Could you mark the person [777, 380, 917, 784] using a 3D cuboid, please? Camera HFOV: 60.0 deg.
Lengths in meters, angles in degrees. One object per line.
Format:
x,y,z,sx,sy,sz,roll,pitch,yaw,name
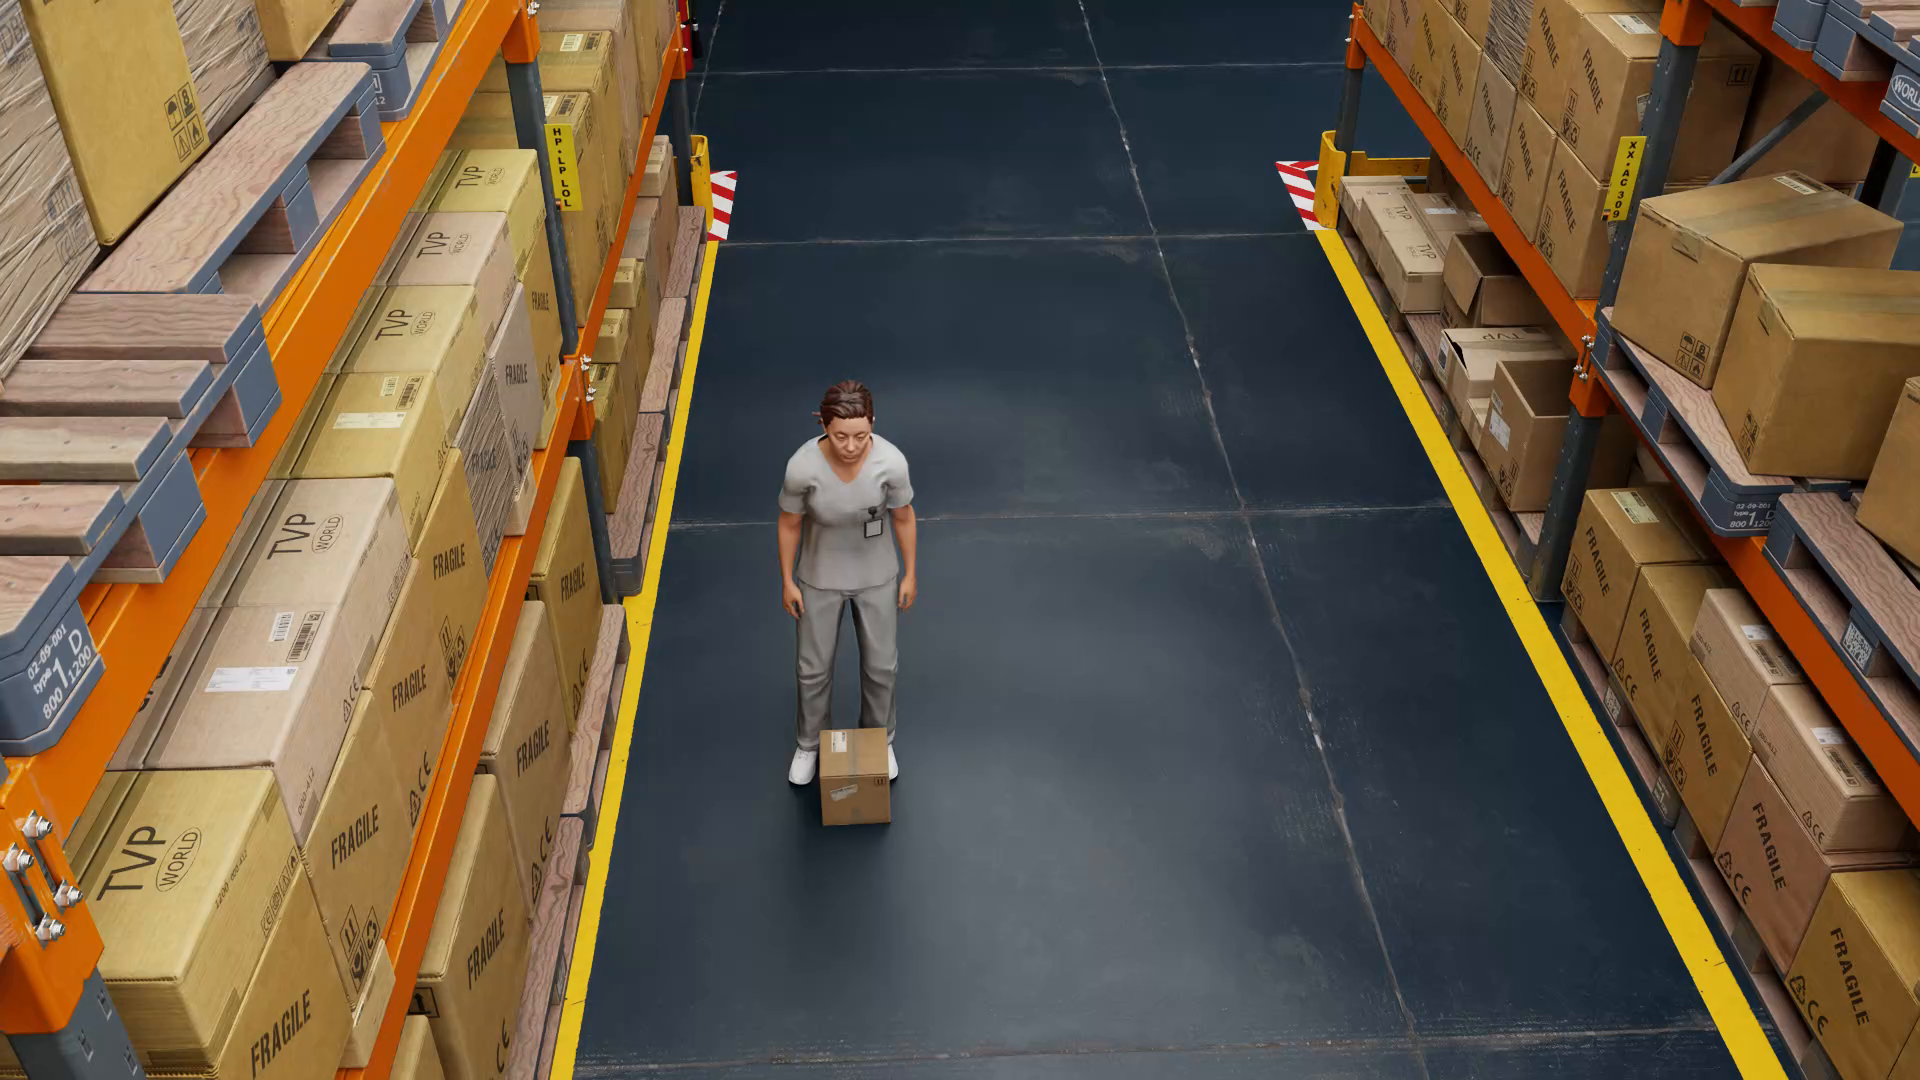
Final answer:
-0.404,0.161,5.941,0.514,1.648,0.362,-4,36,-5,person
